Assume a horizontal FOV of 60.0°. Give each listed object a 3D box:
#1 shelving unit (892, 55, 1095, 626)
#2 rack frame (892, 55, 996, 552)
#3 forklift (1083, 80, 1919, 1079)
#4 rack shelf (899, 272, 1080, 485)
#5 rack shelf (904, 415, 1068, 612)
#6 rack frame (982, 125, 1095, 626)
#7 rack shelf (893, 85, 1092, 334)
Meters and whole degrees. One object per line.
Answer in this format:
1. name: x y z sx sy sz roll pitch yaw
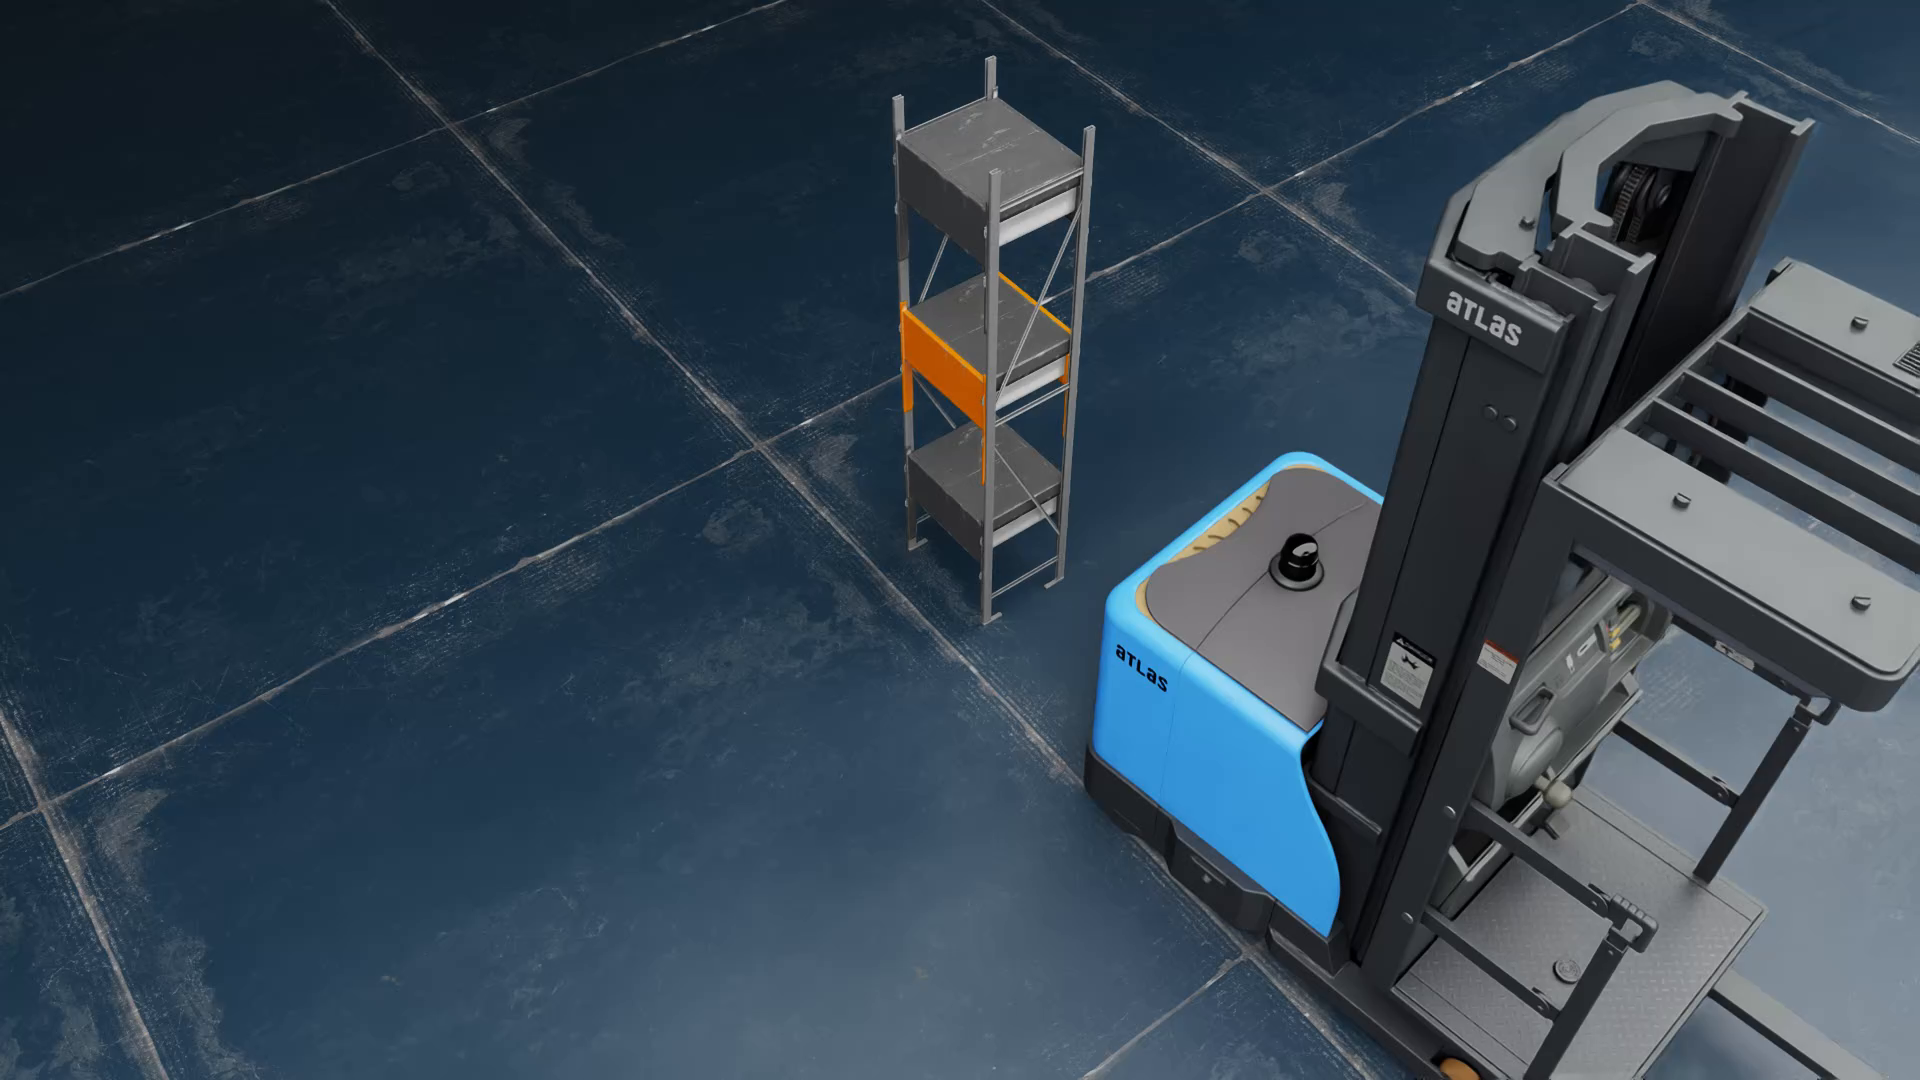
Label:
1. shelving unit: 0.100 -0.608 5.882 0.431 2.100 0.503 -29 54 -24
2. rack frame: -0.048 -0.752 6.013 0.400 2.100 0.015 -29 54 -24
3. forklift: 1.827 0.443 4.369 1.130 2.935 3.031 -36 57 -28
4. rack shelf: 0.100 -0.598 5.893 0.431 0.518 0.480 -29 54 -24
5. rack shelf: 0.100 -0.128 6.411 0.431 0.518 0.480 -29 54 -24
6. rack frame: 0.248 -0.464 5.752 0.400 2.100 0.015 -29 54 -24
7. rack shelf: 0.100 -1.069 5.374 0.431 0.518 0.480 -29 54 -24
